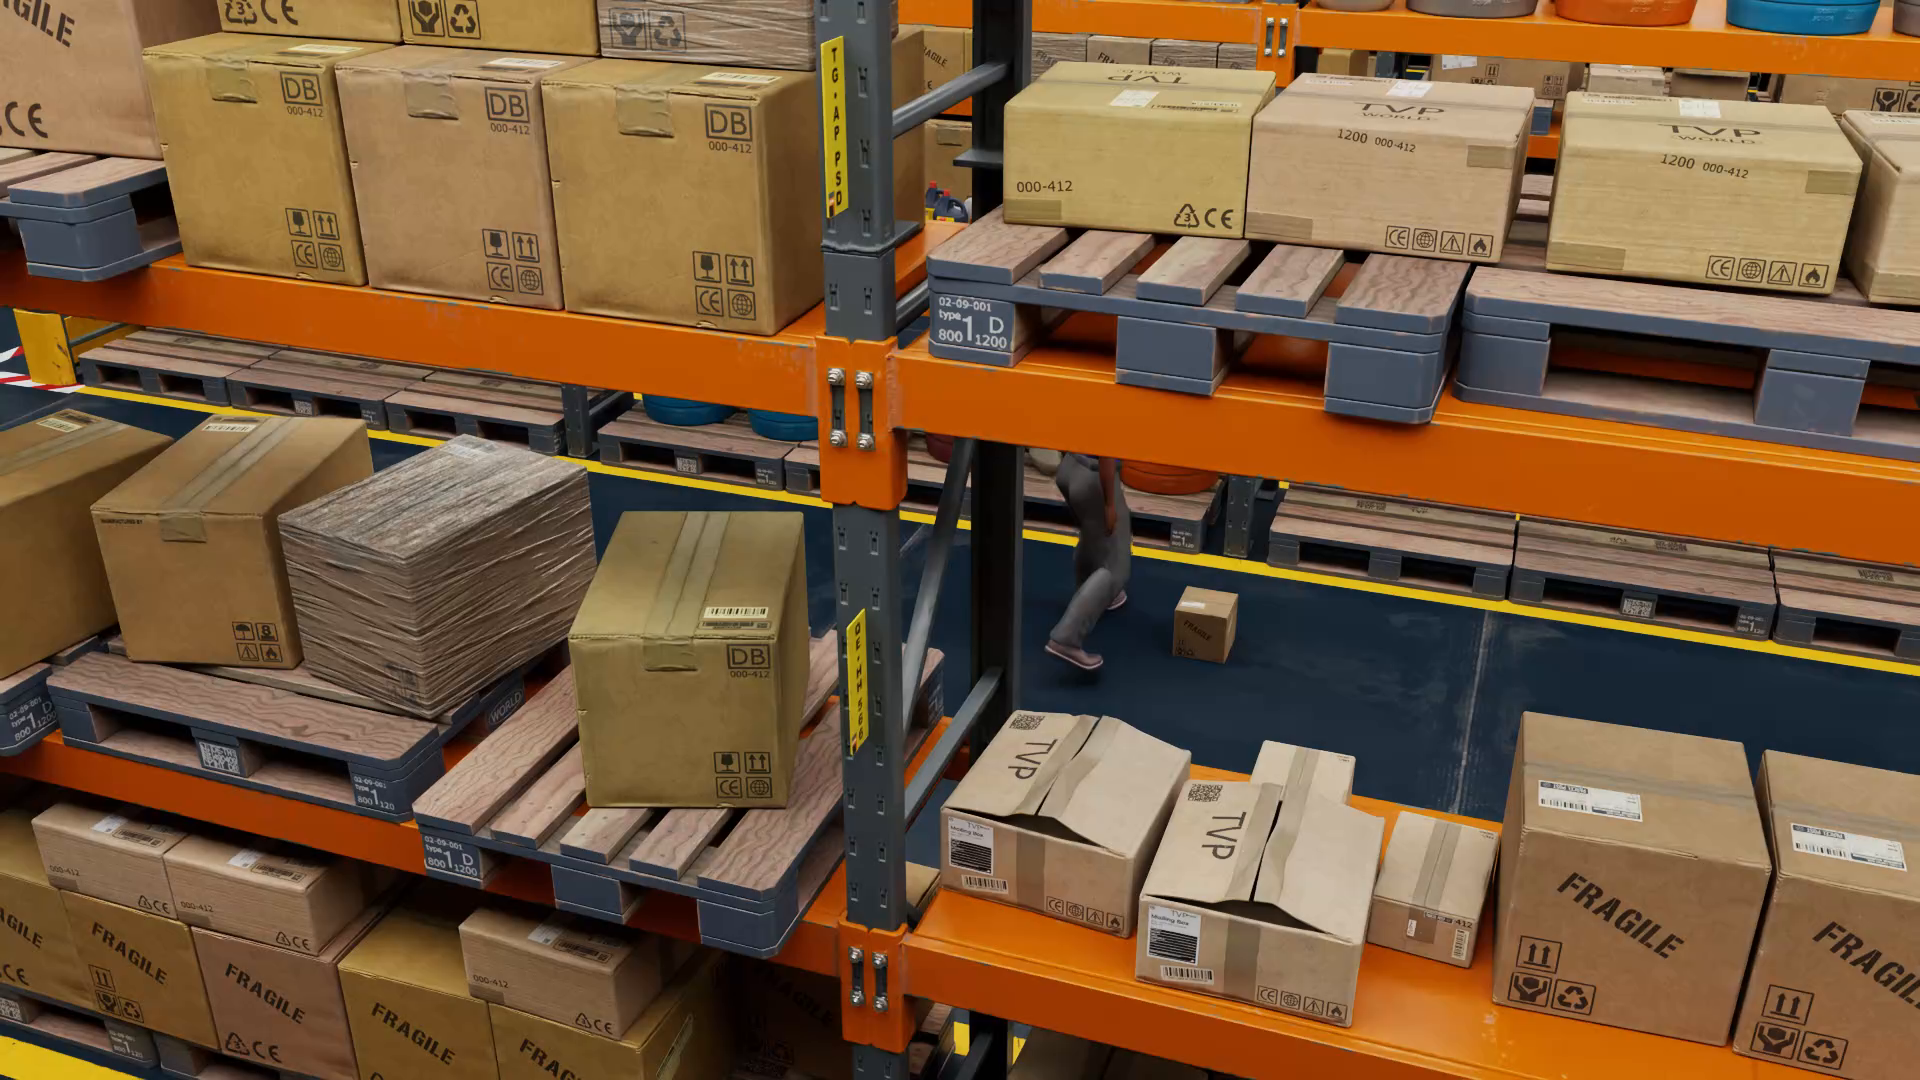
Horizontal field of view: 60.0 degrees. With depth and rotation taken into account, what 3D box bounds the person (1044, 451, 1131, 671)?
[{"bbox_3d":[0.615,-0.243,7.634,0.684,1.617,0.707,-9,27,-18],"label":"person"}]
